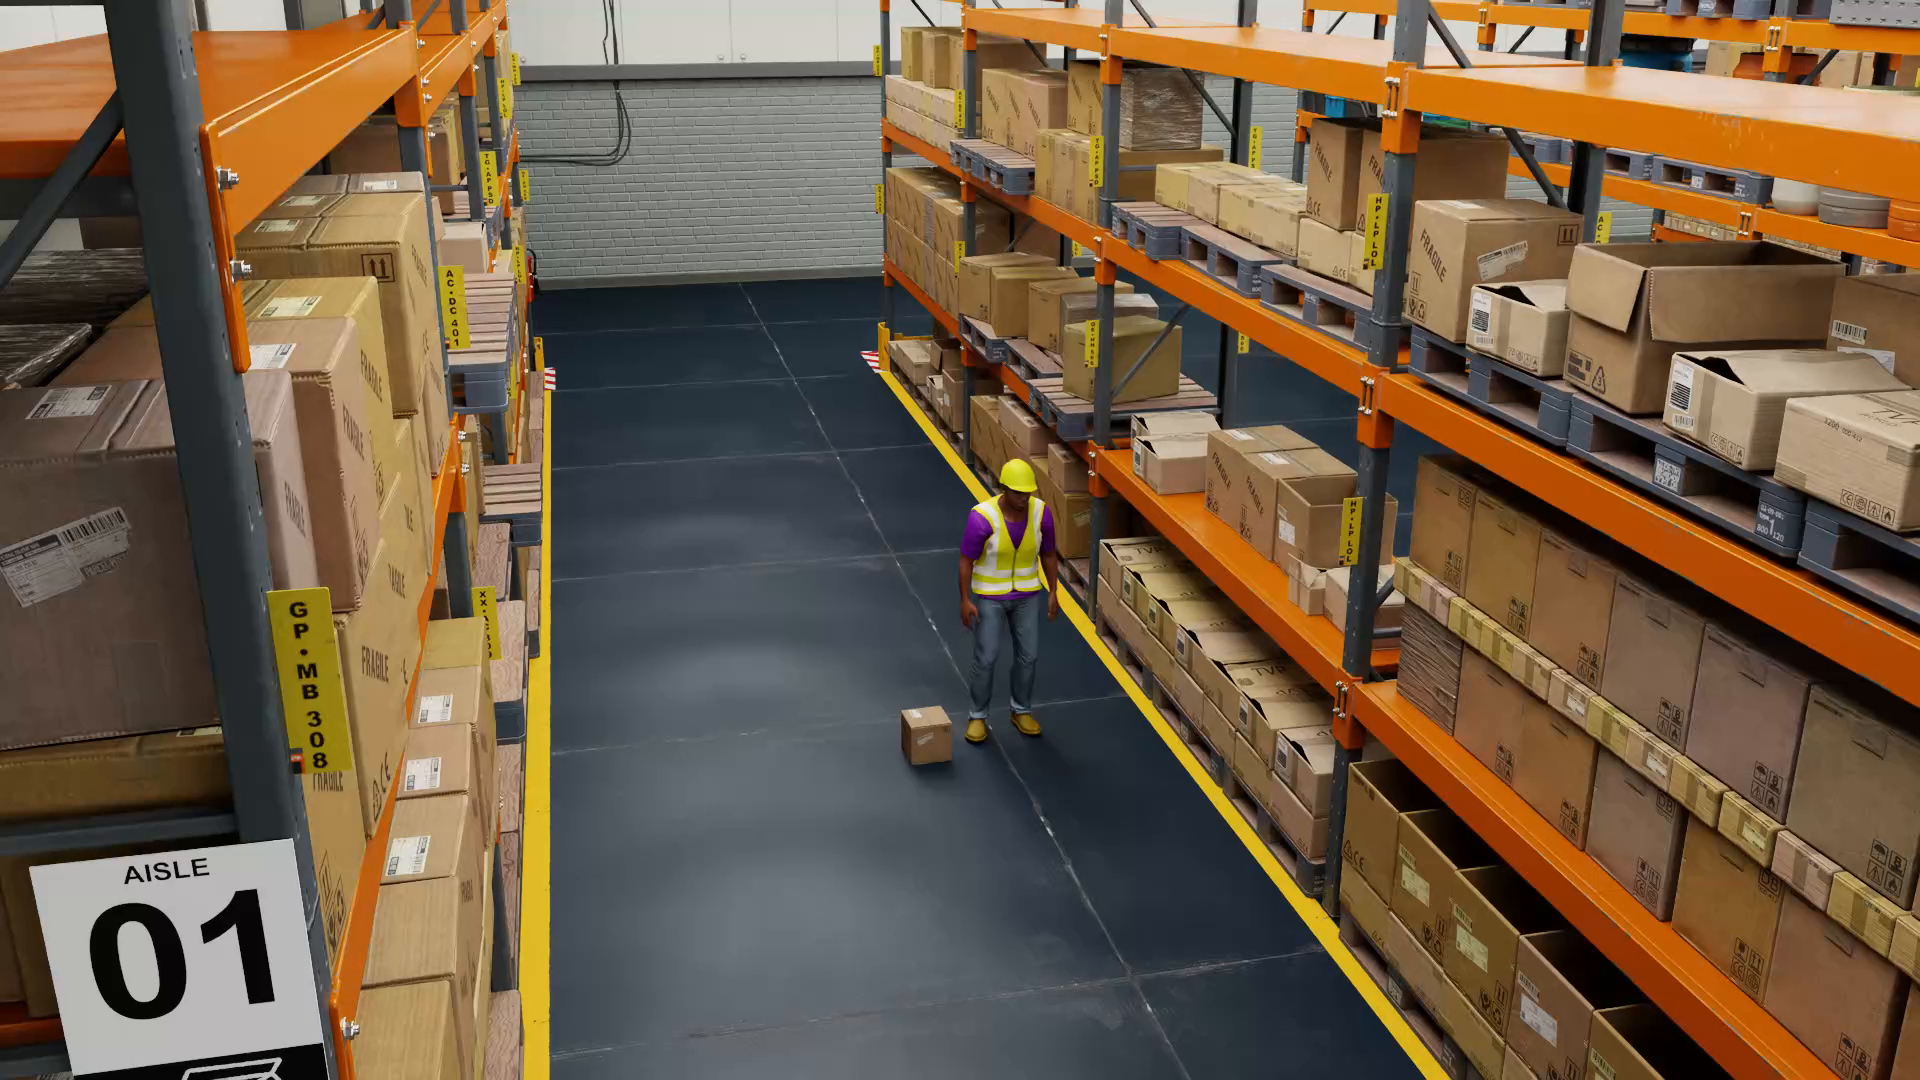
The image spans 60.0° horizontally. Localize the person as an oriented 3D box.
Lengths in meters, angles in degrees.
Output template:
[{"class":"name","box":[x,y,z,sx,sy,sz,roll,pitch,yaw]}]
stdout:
[{"class":"person","box":[0.300,0.346,10.064,0.635,1.760,0.455,-6,20,-15]}]
